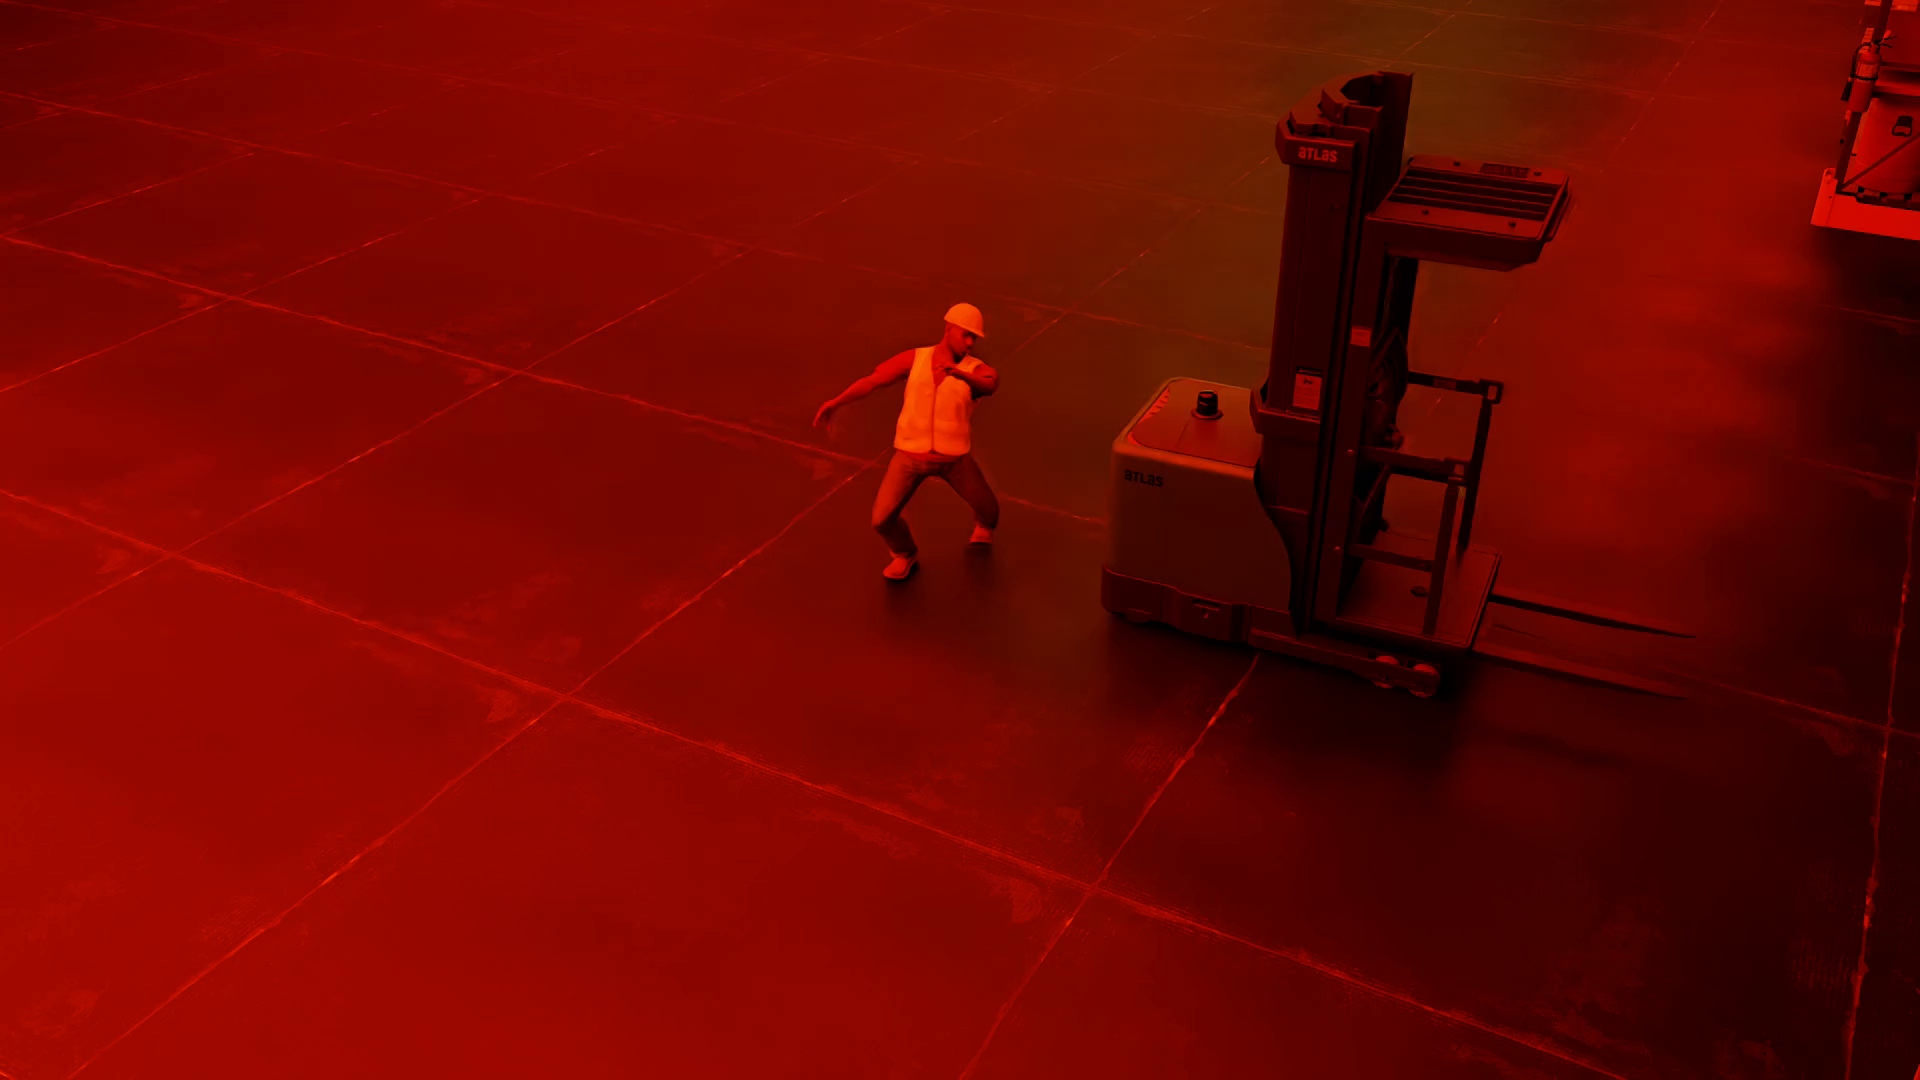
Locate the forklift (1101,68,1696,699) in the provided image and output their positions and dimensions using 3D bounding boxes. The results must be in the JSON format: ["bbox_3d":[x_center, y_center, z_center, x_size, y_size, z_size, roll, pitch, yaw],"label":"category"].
[{"bbox_3d":[2.346,-0.762,8.390,3.031,2.935,1.130,13,32,21],"label":"forklift"}]

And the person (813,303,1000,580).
[{"bbox_3d":[-0.283,-0.484,9.286,1.057,1.520,0.779,-2,30,-3],"label":"person"}]
